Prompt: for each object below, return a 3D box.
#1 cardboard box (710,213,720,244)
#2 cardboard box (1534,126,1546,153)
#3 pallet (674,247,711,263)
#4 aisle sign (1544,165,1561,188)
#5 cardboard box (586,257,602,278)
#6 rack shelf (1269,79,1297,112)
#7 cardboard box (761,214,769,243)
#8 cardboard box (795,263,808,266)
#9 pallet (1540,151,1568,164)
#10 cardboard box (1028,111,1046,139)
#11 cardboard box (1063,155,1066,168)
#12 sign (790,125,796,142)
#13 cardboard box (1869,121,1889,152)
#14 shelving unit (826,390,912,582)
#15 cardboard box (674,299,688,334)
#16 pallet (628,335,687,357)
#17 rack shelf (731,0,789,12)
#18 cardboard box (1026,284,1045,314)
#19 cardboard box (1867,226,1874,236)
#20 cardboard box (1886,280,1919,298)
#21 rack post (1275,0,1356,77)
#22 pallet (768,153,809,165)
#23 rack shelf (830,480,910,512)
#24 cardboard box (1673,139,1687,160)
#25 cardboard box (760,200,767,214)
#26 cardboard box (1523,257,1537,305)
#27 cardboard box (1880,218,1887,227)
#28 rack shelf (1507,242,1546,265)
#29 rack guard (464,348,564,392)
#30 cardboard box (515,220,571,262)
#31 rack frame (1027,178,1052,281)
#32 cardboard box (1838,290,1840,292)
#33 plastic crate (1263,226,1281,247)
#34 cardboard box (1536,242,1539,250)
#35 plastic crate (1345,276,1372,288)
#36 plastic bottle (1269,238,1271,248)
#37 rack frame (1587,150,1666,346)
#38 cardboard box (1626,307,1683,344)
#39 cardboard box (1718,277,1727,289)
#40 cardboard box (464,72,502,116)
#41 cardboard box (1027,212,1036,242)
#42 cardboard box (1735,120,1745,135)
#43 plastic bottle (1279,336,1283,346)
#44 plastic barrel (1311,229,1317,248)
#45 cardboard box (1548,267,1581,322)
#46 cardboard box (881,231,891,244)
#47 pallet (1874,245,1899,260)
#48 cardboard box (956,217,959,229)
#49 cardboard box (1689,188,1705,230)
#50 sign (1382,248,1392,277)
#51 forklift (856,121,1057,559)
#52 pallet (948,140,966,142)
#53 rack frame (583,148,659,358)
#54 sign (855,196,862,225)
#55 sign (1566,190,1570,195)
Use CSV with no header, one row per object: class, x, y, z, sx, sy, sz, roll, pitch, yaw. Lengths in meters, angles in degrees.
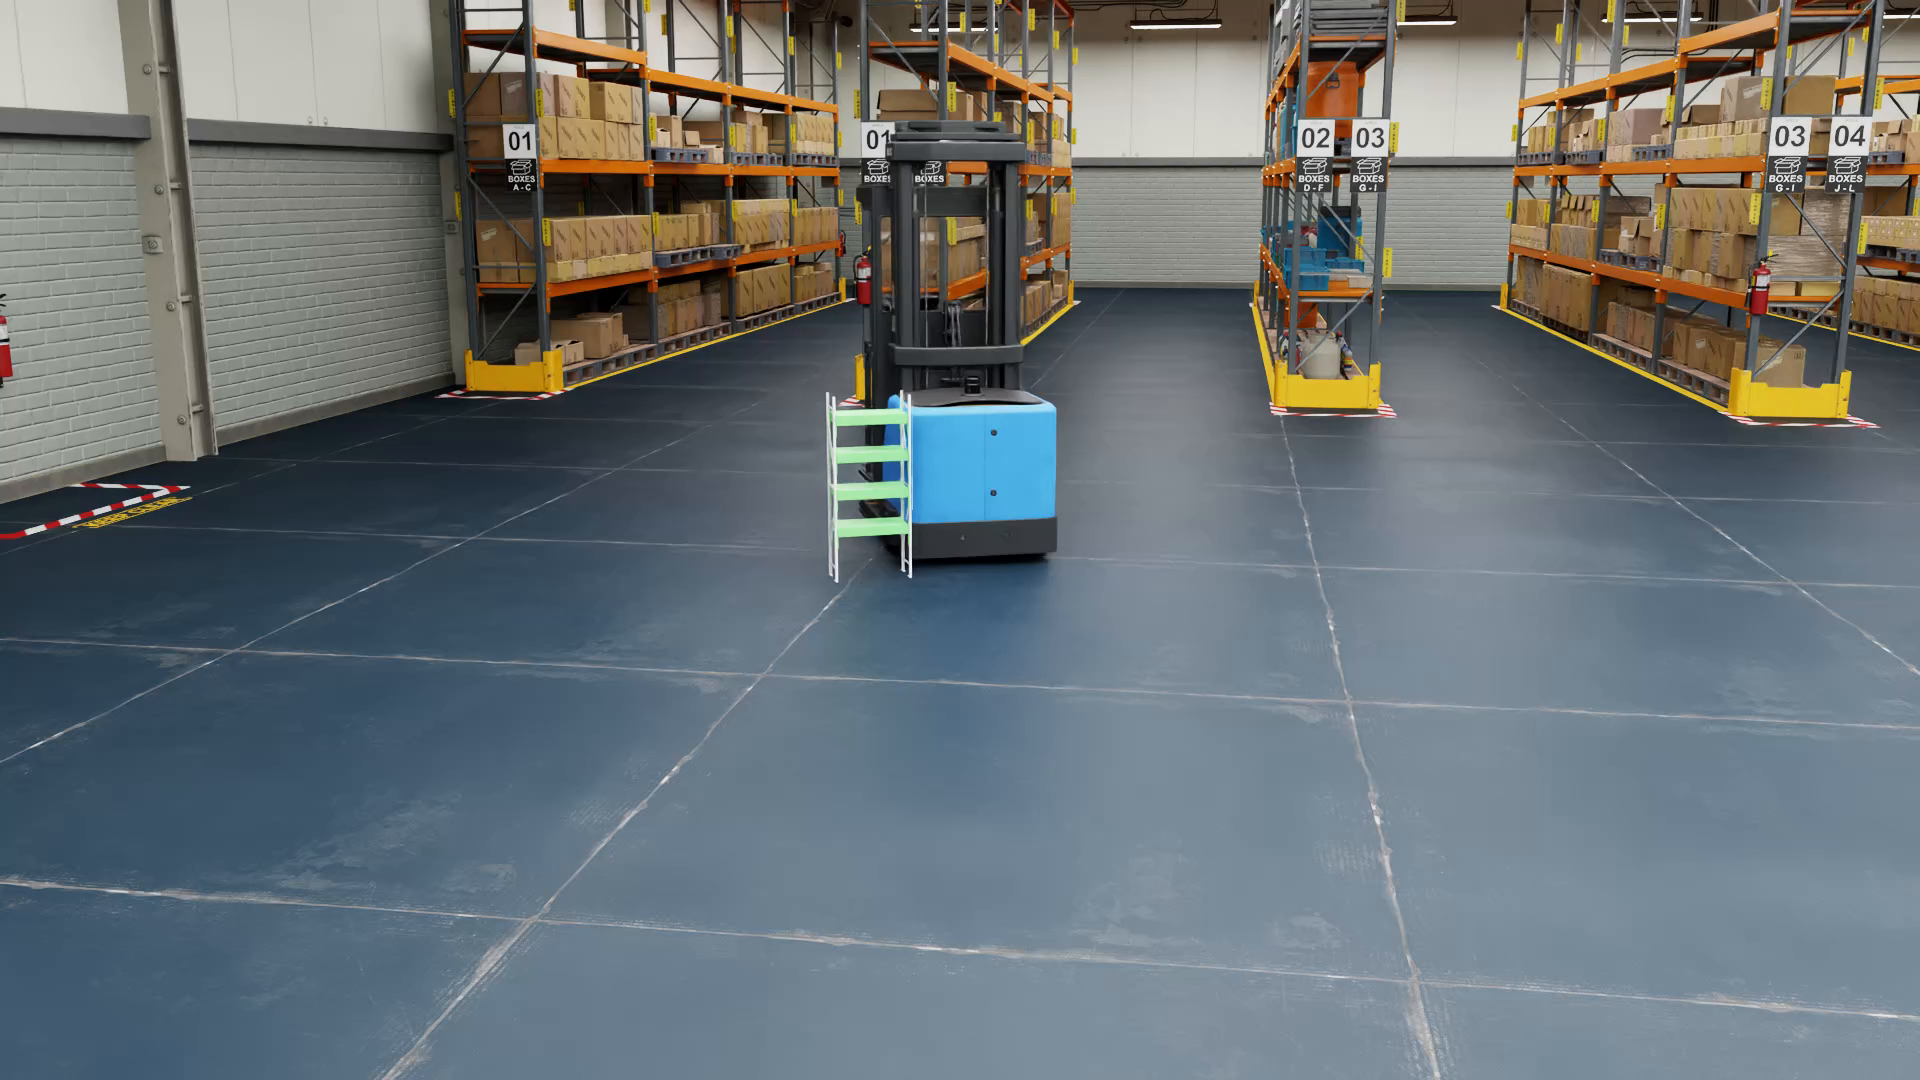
cardboard box,-4.371,-5.149,27.483,0.700,0.500,0.500,0,12,2
cardboard box,11.341,-7.604,31.565,0.700,0.500,0.500,1,12,5
pallet,-4.573,-4.476,26.097,1.003,0.211,1.213,2,12,9
aisle sign,11.913,-7.443,33.239,0.394,0.787,0.004,2,12,9
cardboard box,-5.000,-3.560,21.700,0.500,0.250,0.500,2,12,8
rack shelf,5.788,-7.464,27.923,1.077,0.370,4.000,2,12,9
cardboard box,-3.741,-5.600,29.870,0.500,0.500,0.500,2,12,10
cardboard box,-3.381,-5.675,34.602,0.380,0.149,0.250,2,12,9
pallet,11.126,-6.927,30.107,1.003,0.211,1.213,2,12,9
cardboard box,1.239,-7.762,31.161,0.700,0.500,0.500,2,12,9
cardboard box,1.847,-7.558,33.179,0.500,0.250,0.500,2,12,9
sign,-3.156,-7.673,31.383,0.100,0.325,0.005,2,12,9
cardboard box,15.708,-6.798,28.061,0.700,0.500,0.500,2,12,9
shelving unit,-0.588,-0.351,10.772,0.503,1.200,0.258,-3,13,-14
cardboard box,-4.679,-3.511,26.055,0.700,0.500,0.500,2,12,9
pallet,-4.805,-2.949,25.177,1.003,0.211,1.213,2,12,9
rack shelf,-4.001,-9.605,29.021,1.077,0.370,4.000,2,12,9
cardboard box,1.247,-4.330,29.854,0.500,0.500,0.500,2,12,9
cardboard box,15.204,-5.095,27.409,0.380,0.149,0.250,2,12,11
cardboard box,15.267,-4.031,26.736,0.500,0.250,0.500,2,12,10
rack post,5.083,-7.272,23.904,1.013,1.000,3.121,2,12,9
pallet,-3.557,-7.409,32.341,1.003,0.211,1.213,2,12,9
rack shelf,-0.588,-0.288,10.785,0.480,0.148,0.258,-3,13,-14
cardboard box,9.437,-4.976,21.201,0.500,0.250,0.500,1,12,6
cardboard box,-3.757,-5.962,29.769,0.500,0.250,0.500,2,12,7
cardboard box,11.446,-5.008,32.159,0.875,0.875,0.875,2,12,9
cardboard box,15.124,-5.133,26.879,0.380,0.149,0.250,2,12,10
rack shelf,11.297,-5.399,31.632,1.077,0.370,4.000,2,12,9
rack guard,-5.527,-2.111,20.604,1.175,0.500,0.348,2,12,9
cardboard box,-5.169,-3.710,20.618,0.500,0.500,0.500,2,12,9
rack frame,1.202,-5.656,31.118,1.000,3.000,0.127,2,12,9
cardboard box,15.673,-4.337,29.358,0.380,0.149,0.250,2,12,10
plastic crate,5.831,-5.624,30.867,0.392,0.384,0.575,2,12,9
cardboard box,10.792,-5.392,30.492,0.380,0.149,0.250,2,12,8
plastic crate,4.706,-3.044,19.622,0.298,0.136,0.250,2,12,9
plastic bottle,5.592,-5.274,29.639,0.152,0.276,0.135,2,12,9
rack frame,10.375,-4.501,25.761,1.000,3.000,0.127,2,12,9
cardboard box,10.138,-3.120,24.241,0.700,0.500,0.500,3,13,13
cardboard box,9.160,-3.040,19.576,0.380,0.149,0.250,2,12,9
cardboard box,-5.731,-5.430,20.289,0.500,0.500,0.500,2,12,11
cardboard box,0.902,-5.396,28.679,0.700,0.500,0.500,4,13,19
cardboard box,8.983,-4.656,18.767,0.380,0.149,0.250,2,12,9
plastic bottle,4.361,-2.593,22.324,0.152,0.276,0.135,2,12,11
plastic barrel,5.409,-4.331,24.645,0.433,0.535,0.433,0,12,0
cardboard box,10.775,-4.181,28.320,1.225,0.875,0.875,1,12,7
cardboard box,-0.773,-3.610,19.845,0.380,0.149,0.250,2,12,8
pallet,15.524,-4.639,26.856,1.003,0.211,1.213,2,12,9
cardboard box,-0.399,-4.163,20.875,0.700,0.500,0.500,2,12,9
cardboard box,9.286,-4.058,20.388,0.500,0.500,0.500,2,12,9
sign,4.793,-3.113,18.662,0.100,0.325,0.005,2,12,9
forklift,-0.157,-1.567,12.307,1.130,2.935,3.031,-3,12,-12
pallet,-0.509,-4.727,19.899,1.003,0.211,1.213,2,12,9
rack frame,-4.924,-4.150,24.131,1.000,3.000,0.127,2,12,9
sign,-1.178,-3.860,19.475,0.100,0.325,0.005,2,12,9
sign,12.139,-6.828,33.246,0.100,0.325,0.005,2,12,9
